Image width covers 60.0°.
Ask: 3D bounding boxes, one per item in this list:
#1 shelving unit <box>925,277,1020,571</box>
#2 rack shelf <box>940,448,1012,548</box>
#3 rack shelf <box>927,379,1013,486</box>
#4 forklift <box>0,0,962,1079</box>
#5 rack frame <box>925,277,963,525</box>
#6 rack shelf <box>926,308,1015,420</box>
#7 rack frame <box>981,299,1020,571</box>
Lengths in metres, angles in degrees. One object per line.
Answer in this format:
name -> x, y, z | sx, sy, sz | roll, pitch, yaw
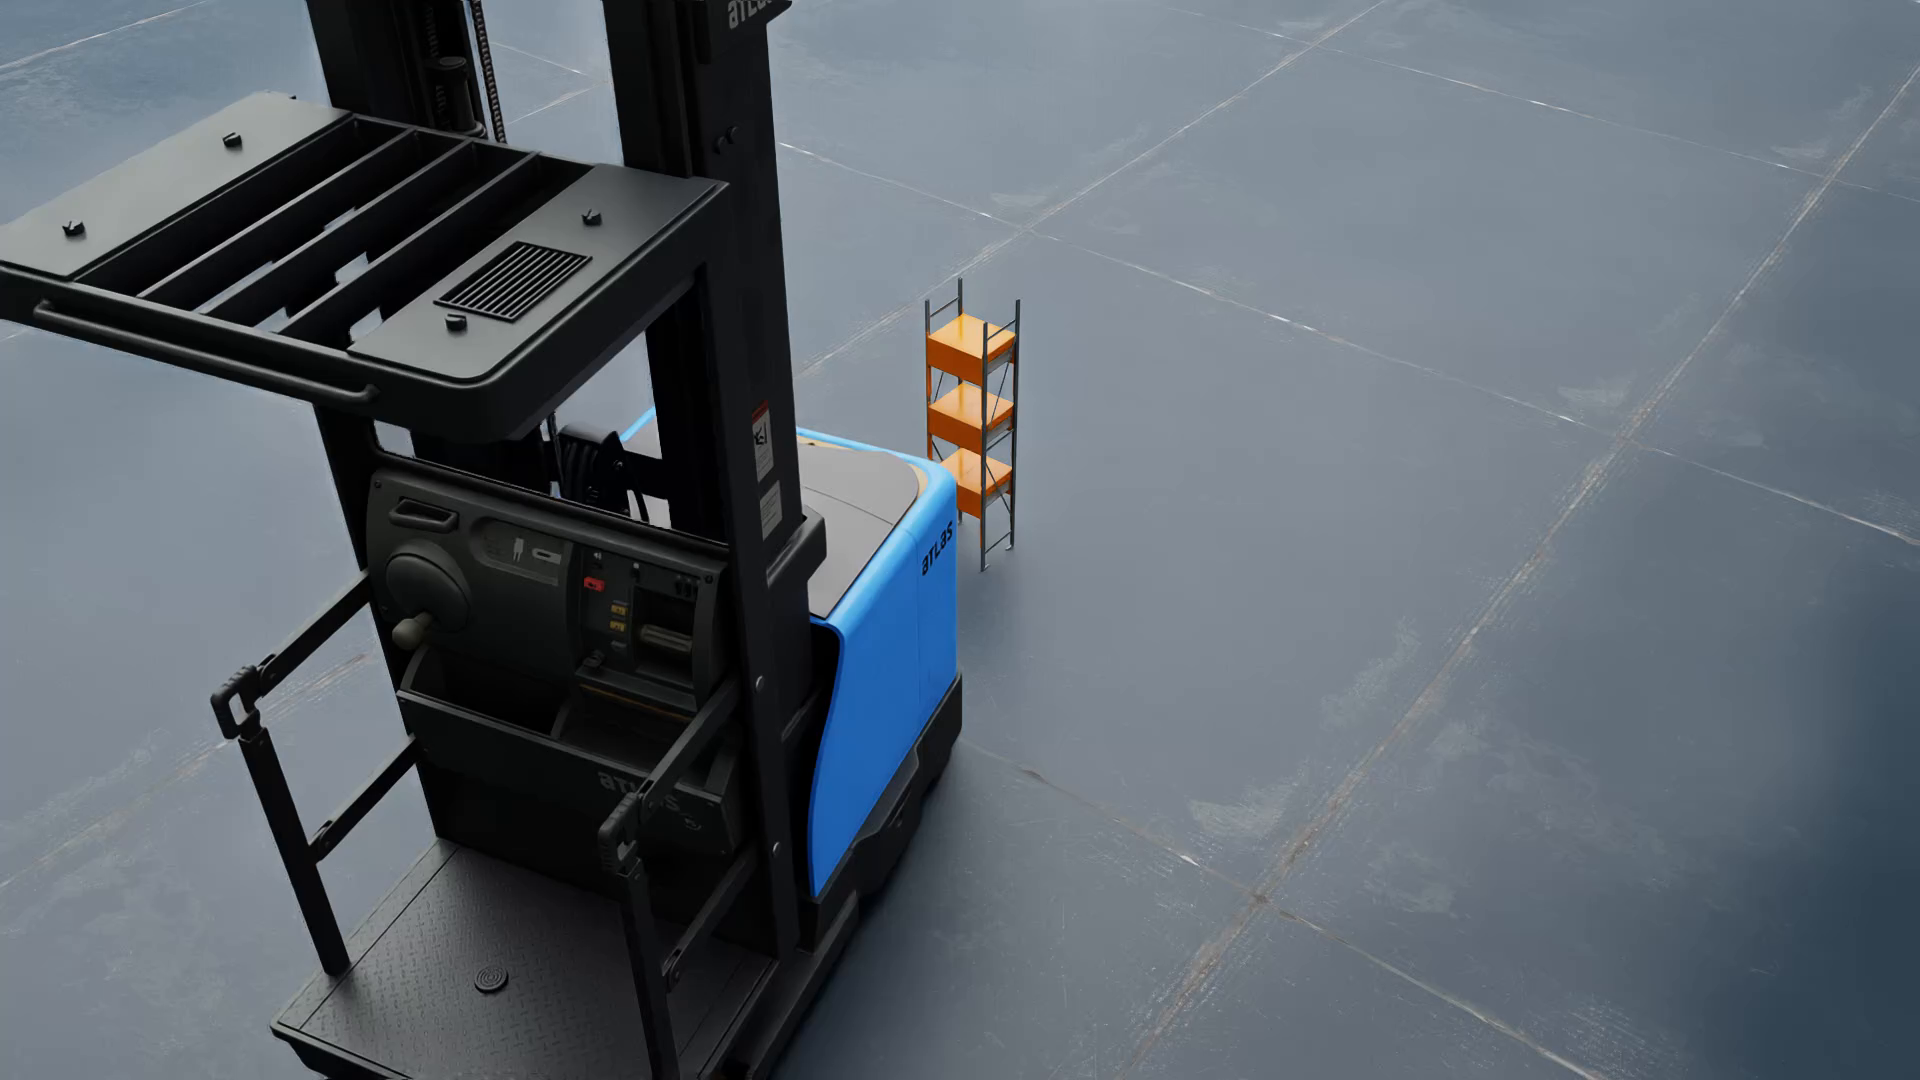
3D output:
shelving unit -> 0.042, -0.393, 5.901 | 0.252, 1.050, 0.215 | 25, 45, 29
rack shelf -> 0.042, -0.166, 6.079 | 0.240, 0.259, 0.215 | 25, 45, 29
rack shelf -> 0.042, -0.385, 5.907 | 0.240, 0.259, 0.215 | 25, 45, 29
forklift -> -1.039, 0.195, 3.623 | 1.130, 2.935, 3.031 | 15, 40, 18
rack frame -> -0.054, -0.439, 5.959 | 0.008, 1.050, 0.200 | 25, 45, 29
rack shelf -> 0.042, -0.608, 5.732 | 0.240, 0.259, 0.215 | 25, 45, 29
rack frame -> 0.139, -0.348, 5.842 | 0.008, 1.050, 0.200 | 25, 45, 29
